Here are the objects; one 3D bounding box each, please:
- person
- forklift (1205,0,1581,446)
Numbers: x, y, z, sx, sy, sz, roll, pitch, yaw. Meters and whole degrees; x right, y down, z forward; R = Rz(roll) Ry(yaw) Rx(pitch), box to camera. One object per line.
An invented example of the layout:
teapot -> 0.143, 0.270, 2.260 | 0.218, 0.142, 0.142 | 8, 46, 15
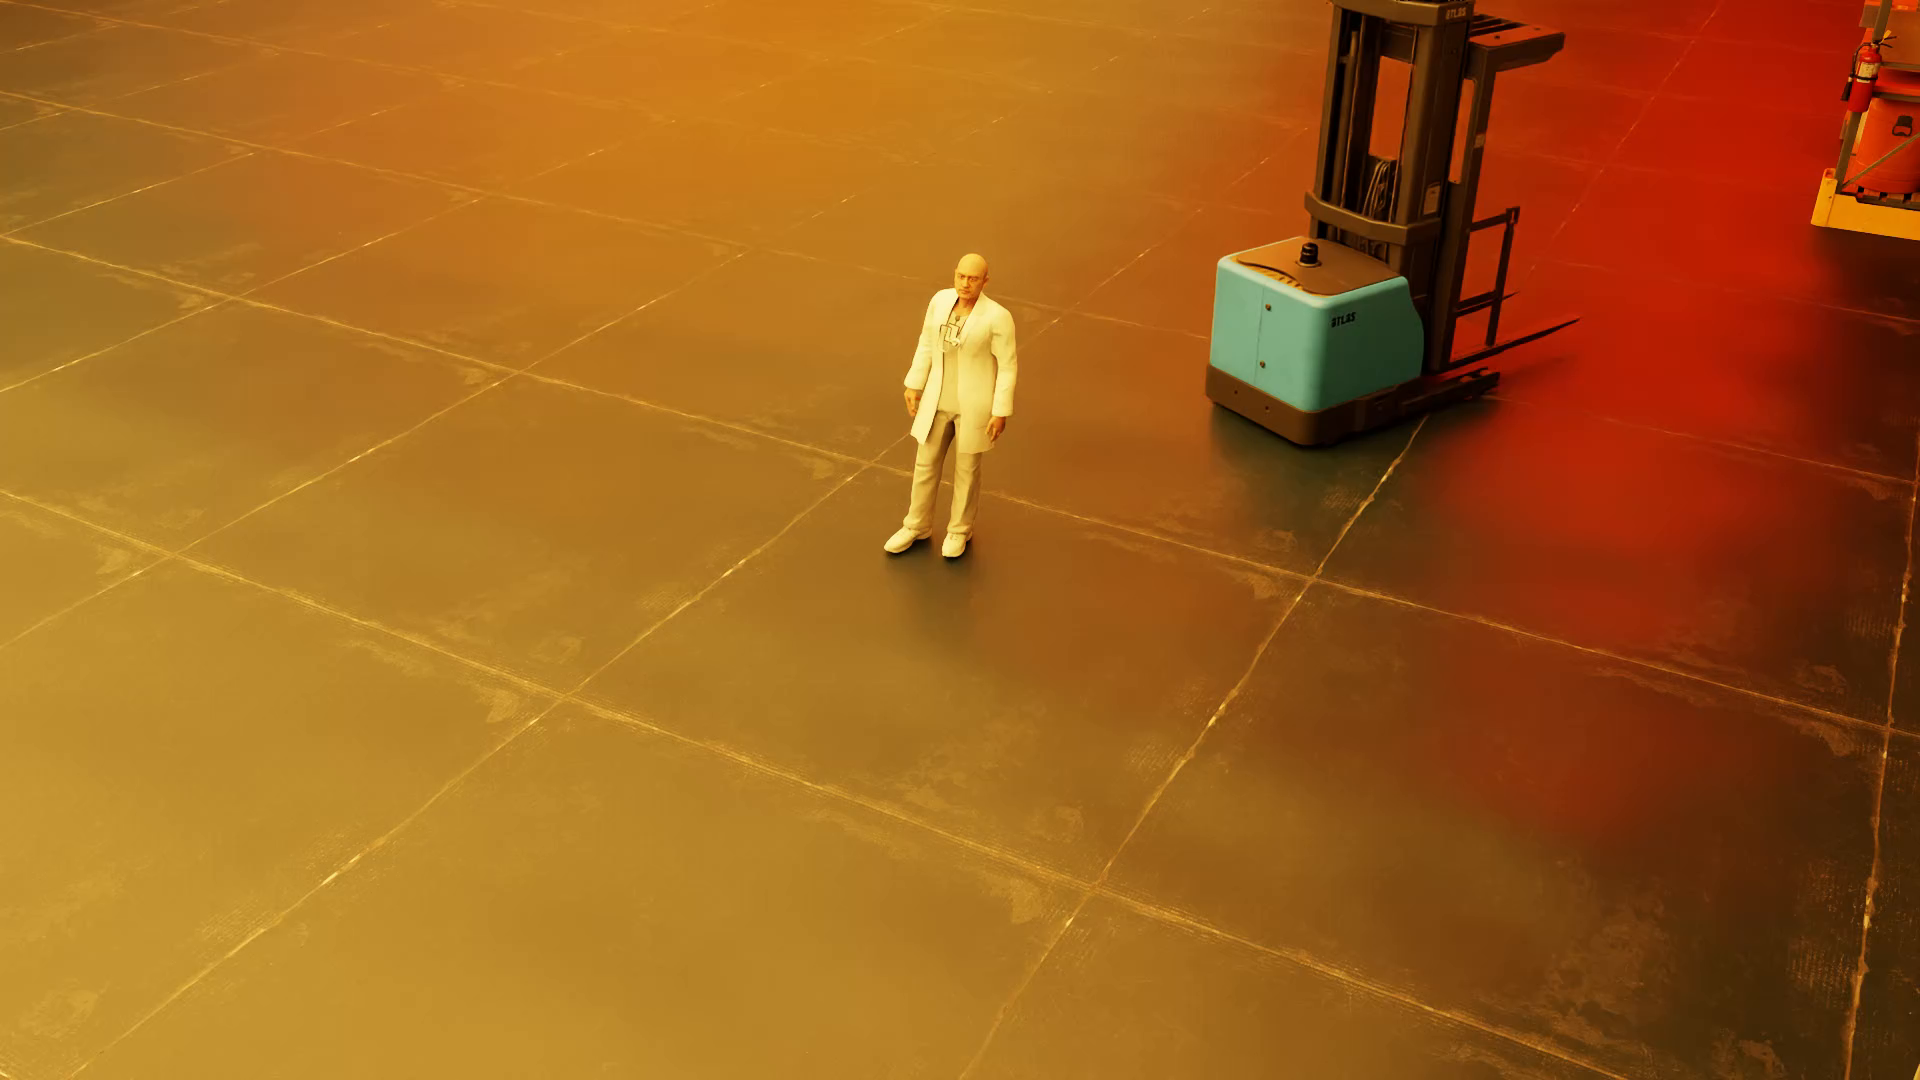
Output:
person -> -0.048, -0.737, 9.487 | 0.696, 1.778, 0.578 | 15, 33, 25
forklift -> 3.214, -2.454, 11.322 | 3.031, 2.935, 1.130 | -19, 35, -29
